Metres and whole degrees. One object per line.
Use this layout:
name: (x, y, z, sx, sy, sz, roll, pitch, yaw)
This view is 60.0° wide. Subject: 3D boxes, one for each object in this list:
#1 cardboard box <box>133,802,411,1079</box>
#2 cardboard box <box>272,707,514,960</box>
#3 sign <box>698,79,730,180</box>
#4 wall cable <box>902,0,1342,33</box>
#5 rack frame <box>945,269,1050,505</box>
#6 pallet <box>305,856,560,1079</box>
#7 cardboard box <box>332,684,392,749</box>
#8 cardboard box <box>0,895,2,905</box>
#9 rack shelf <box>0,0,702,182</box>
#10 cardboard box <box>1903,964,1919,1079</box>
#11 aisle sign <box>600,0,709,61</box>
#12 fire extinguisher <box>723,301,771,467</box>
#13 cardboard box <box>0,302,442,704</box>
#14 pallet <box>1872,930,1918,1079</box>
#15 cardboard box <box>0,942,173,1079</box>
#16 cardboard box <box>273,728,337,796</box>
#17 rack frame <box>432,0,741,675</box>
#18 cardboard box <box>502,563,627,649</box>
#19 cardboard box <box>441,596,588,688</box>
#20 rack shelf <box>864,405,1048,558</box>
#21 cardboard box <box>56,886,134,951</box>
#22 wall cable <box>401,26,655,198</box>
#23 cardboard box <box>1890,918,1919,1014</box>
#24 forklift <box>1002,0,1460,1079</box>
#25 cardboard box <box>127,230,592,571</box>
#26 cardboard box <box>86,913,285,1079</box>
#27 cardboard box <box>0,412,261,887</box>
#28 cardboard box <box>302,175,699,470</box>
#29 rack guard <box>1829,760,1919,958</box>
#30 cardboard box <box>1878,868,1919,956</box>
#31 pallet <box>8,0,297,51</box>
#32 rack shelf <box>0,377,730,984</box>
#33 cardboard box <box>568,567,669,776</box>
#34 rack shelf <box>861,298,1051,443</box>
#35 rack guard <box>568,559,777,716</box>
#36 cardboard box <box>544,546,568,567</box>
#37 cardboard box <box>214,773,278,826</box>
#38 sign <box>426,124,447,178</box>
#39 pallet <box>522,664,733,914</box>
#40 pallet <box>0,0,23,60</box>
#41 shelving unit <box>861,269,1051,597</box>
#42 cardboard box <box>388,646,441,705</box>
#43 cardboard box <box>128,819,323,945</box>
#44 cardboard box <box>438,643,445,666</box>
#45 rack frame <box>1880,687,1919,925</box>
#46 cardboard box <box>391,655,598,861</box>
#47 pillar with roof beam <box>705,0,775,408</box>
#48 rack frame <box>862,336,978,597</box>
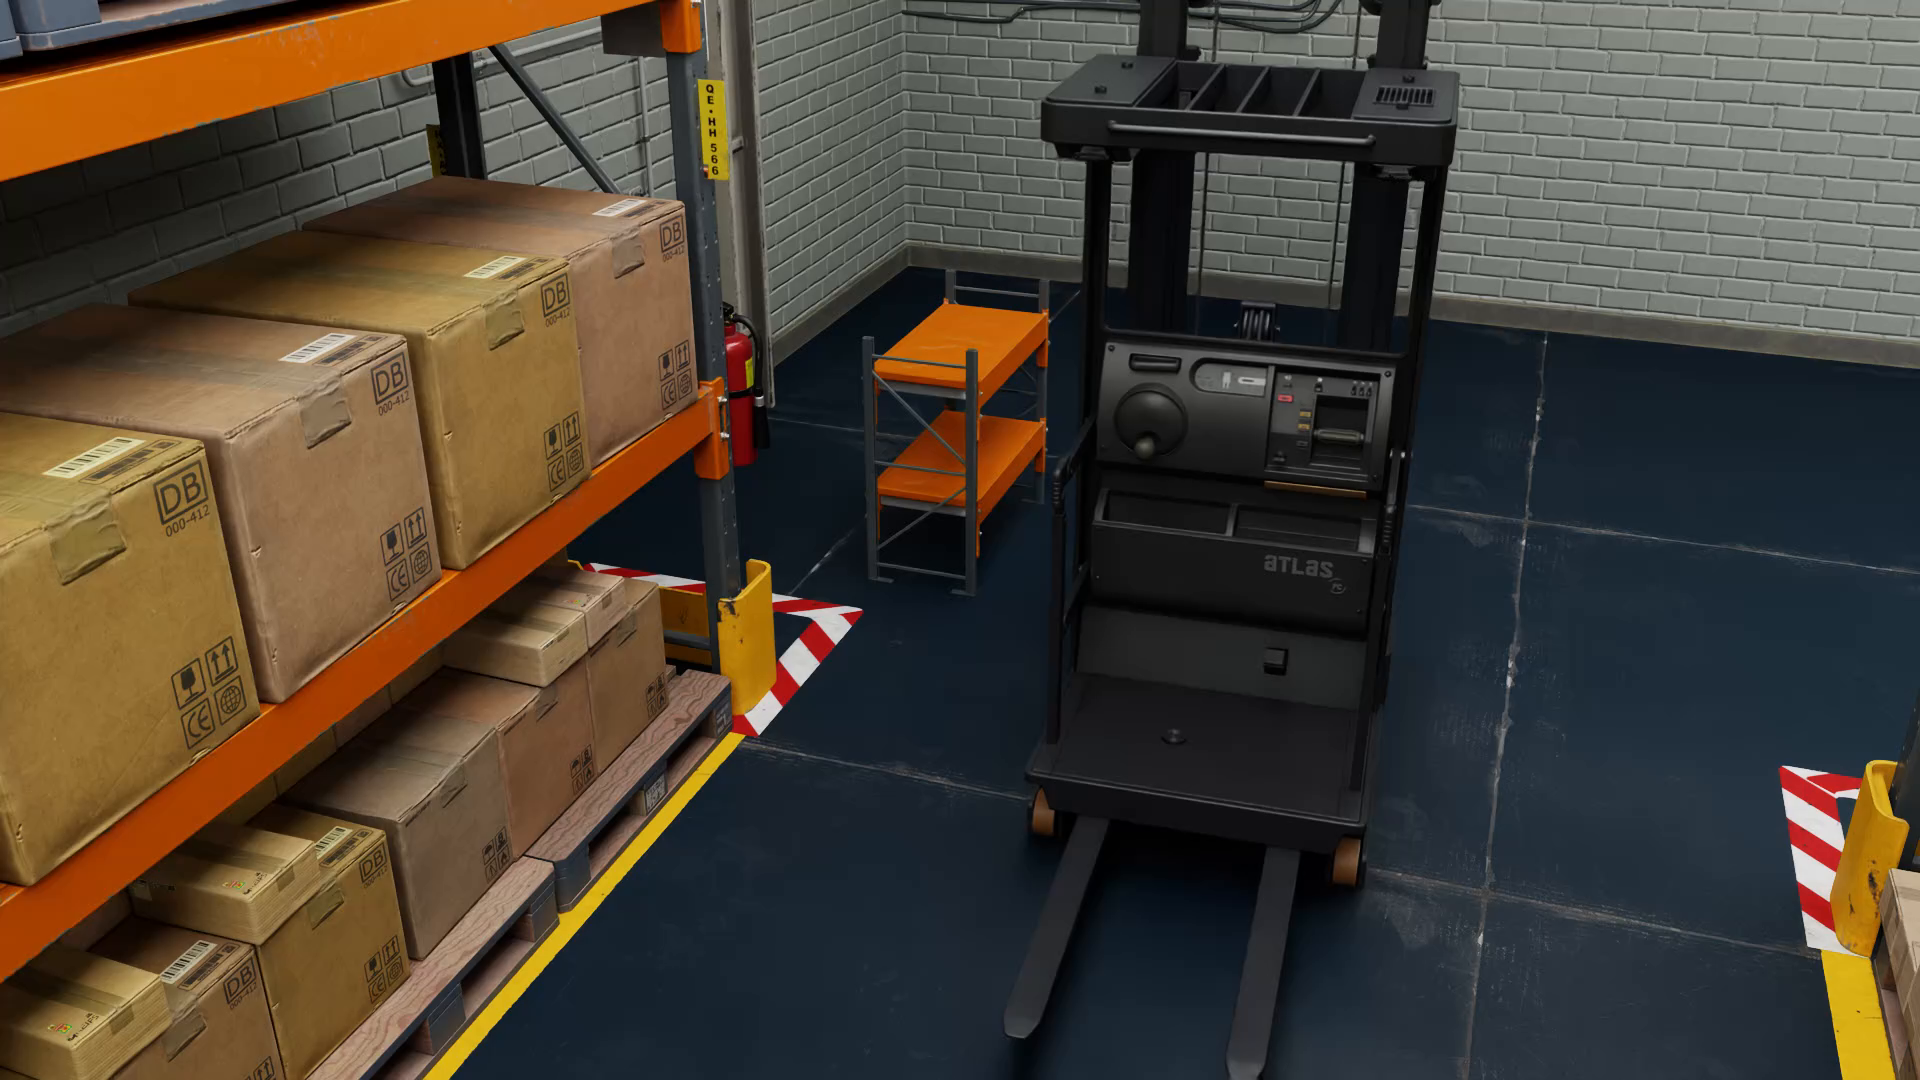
cardboard box: (-1.968, 1.057, 4.512, 0.700, 0.500, 0.500, 9, 27, 19)
cardboard box: (-1.798, 0.836, 4.967, 0.700, 0.500, 0.500, 8, 27, 16)
sign: (-0.819, -1.358, 5.512, 0.100, 0.325, 0.005, 9, 27, 17)
wall cable: (0.893, -4.389, 10.053, 3.097, 2.526, 0.112, 9, 27, 17)
rack frame: (0.171, -0.718, 7.942, 0.500, 1.125, 0.032, 9, 27, 17)
pallet: (-1.926, 1.280, 4.863, 1.003, 0.211, 1.213, 9, 27, 17)
cardboard box: (-1.947, 0.467, 4.985, 0.380, 0.149, 0.250, 9, 27, 18)
cardboard box: (-2.461, 0.474, 2.985, 0.980, 0.700, 0.700, 9, 27, 18)
rack shelf: (-1.991, -1.019, 3.795, 1.077, 0.370, 4.000, 9, 27, 17)
cardboard box: (2.732, 1.330, 4.212, 0.500, 0.250, 0.500, 9, 27, 17)
aisle sign: (-1.019, -1.970, 5.394, 0.394, 0.787, 0.004, 9, 27, 17)
fire extinguisher: (-0.840, -0.607, 6.078, 0.296, 0.674, 0.183, 9, 27, 17)
cardboard box: (-1.980, -0.126, 4.223, 0.980, 0.700, 0.700, 7, 27, 15)
pallet: (3.057, 1.517, 4.376, 1.003, 0.211, 1.213, 9, 27, 17)
cardboard box: (-2.025, 1.067, 3.747, 0.380, 0.149, 0.250, 10, 27, 19)
cardboard box: (-2.032, 0.573, 4.767, 0.380, 0.149, 0.250, 9, 27, 18)
rack frame: (-1.326, -0.814, 5.990, 1.000, 3.000, 0.127, 9, 27, 17)
cardboard box: (-1.335, 0.211, 5.514, 0.380, 0.149, 0.250, 8, 27, 17)
cardboard box: (-1.420, 0.316, 5.297, 0.380, 0.149, 0.250, 9, 27, 19)
rack shelf: (0.002, -0.289, 7.617, 0.538, 0.278, 1.000, 9, 27, 17)
cardboard box: (-2.286, 0.887, 4.119, 0.380, 0.149, 0.250, 8, 27, 16)
wall cable: (-1.792, -1.935, 7.138, 0.084, 1.984, 1.851, 9, 27, 17)
cardboard box: (2.800, 1.205, 4.566, 0.380, 0.166, 0.250, 9, 27, 17)
forklift: (0.857, -0.379, 5.170, 1.130, 2.935, 3.031, 7, 27, 14)
cardboard box: (-1.718, -0.438, 4.868, 0.980, 0.700, 0.700, 9, 27, 17)
cardboard box: (-2.141, 1.267, 4.077, 0.700, 0.500, 0.500, 8, 27, 17)
cardboard box: (-2.213, 0.175, 3.603, 0.980, 0.700, 0.700, 8, 27, 16)
cardboard box: (-1.486, -0.738, 5.489, 0.980, 0.700, 0.700, 10, 28, 20)
rack guard: (3.322, 1.059, 4.989, 1.175, 0.500, 0.348, 9, 27, 17)
cardboard box: (2.883, 1.110, 4.782, 0.380, 0.149, 0.250, 9, 27, 17)
pallet: (-1.967, -1.315, 3.684, 1.003, 0.211, 1.213, 9, 27, 17)
rack shelf: (-1.991, 0.331, 4.449, 1.077, 0.370, 4.000, 9, 27, 17)
cardboard box: (-1.464, 0.424, 5.819, 0.700, 0.500, 0.500, 9, 27, 17)
rack shelf: (0.002, -0.772, 7.383, 0.538, 0.278, 1.000, 9, 27, 17)
rack guard: (-1.318, 0.301, 6.555, 1.175, 0.500, 0.348, 9, 27, 17)
cardboard box: (-1.611, 0.052, 5.844, 0.380, 0.149, 0.250, 9, 27, 18)
cardboard box: (-2.116, 0.677, 4.552, 0.380, 0.149, 0.250, 8, 27, 17)
sign: (-1.847, -1.323, 5.955, 0.100, 0.325, 0.005, 9, 27, 17)
pallet: (-1.518, 0.781, 5.895, 1.003, 0.211, 1.213, 9, 27, 17)
pallet: (-2.375, -0.815, 2.652, 1.003, 0.211, 1.213, 9, 27, 17)
shelving unit: (0.002, -0.509, 7.511, 0.538, 1.125, 1.048, 9, 27, 17)
cardboard box: (-1.863, 0.363, 5.201, 0.380, 0.149, 0.250, 9, 27, 18)
cardboard box: (-1.852, 0.852, 4.190, 0.380, 0.149, 0.250, 8, 27, 16)
cardboard box: (-1.779, 0.260, 5.413, 0.380, 0.149, 0.250, 9, 27, 18)
rack frame: (3.347, -0.097, 4.509, 1.000, 3.000, 0.127, 9, 27, 17)
cardboard box: (-1.631, 0.630, 5.394, 0.700, 0.500, 0.500, 9, 27, 17)
pillar with roof beam: (2.817, -4.125, 5.944, 9.100, 9.000, 0.400, 9, 27, 17)
rack frame: (-0.167, -0.300, 7.079, 0.500, 1.125, 0.032, 9, 27, 17)
